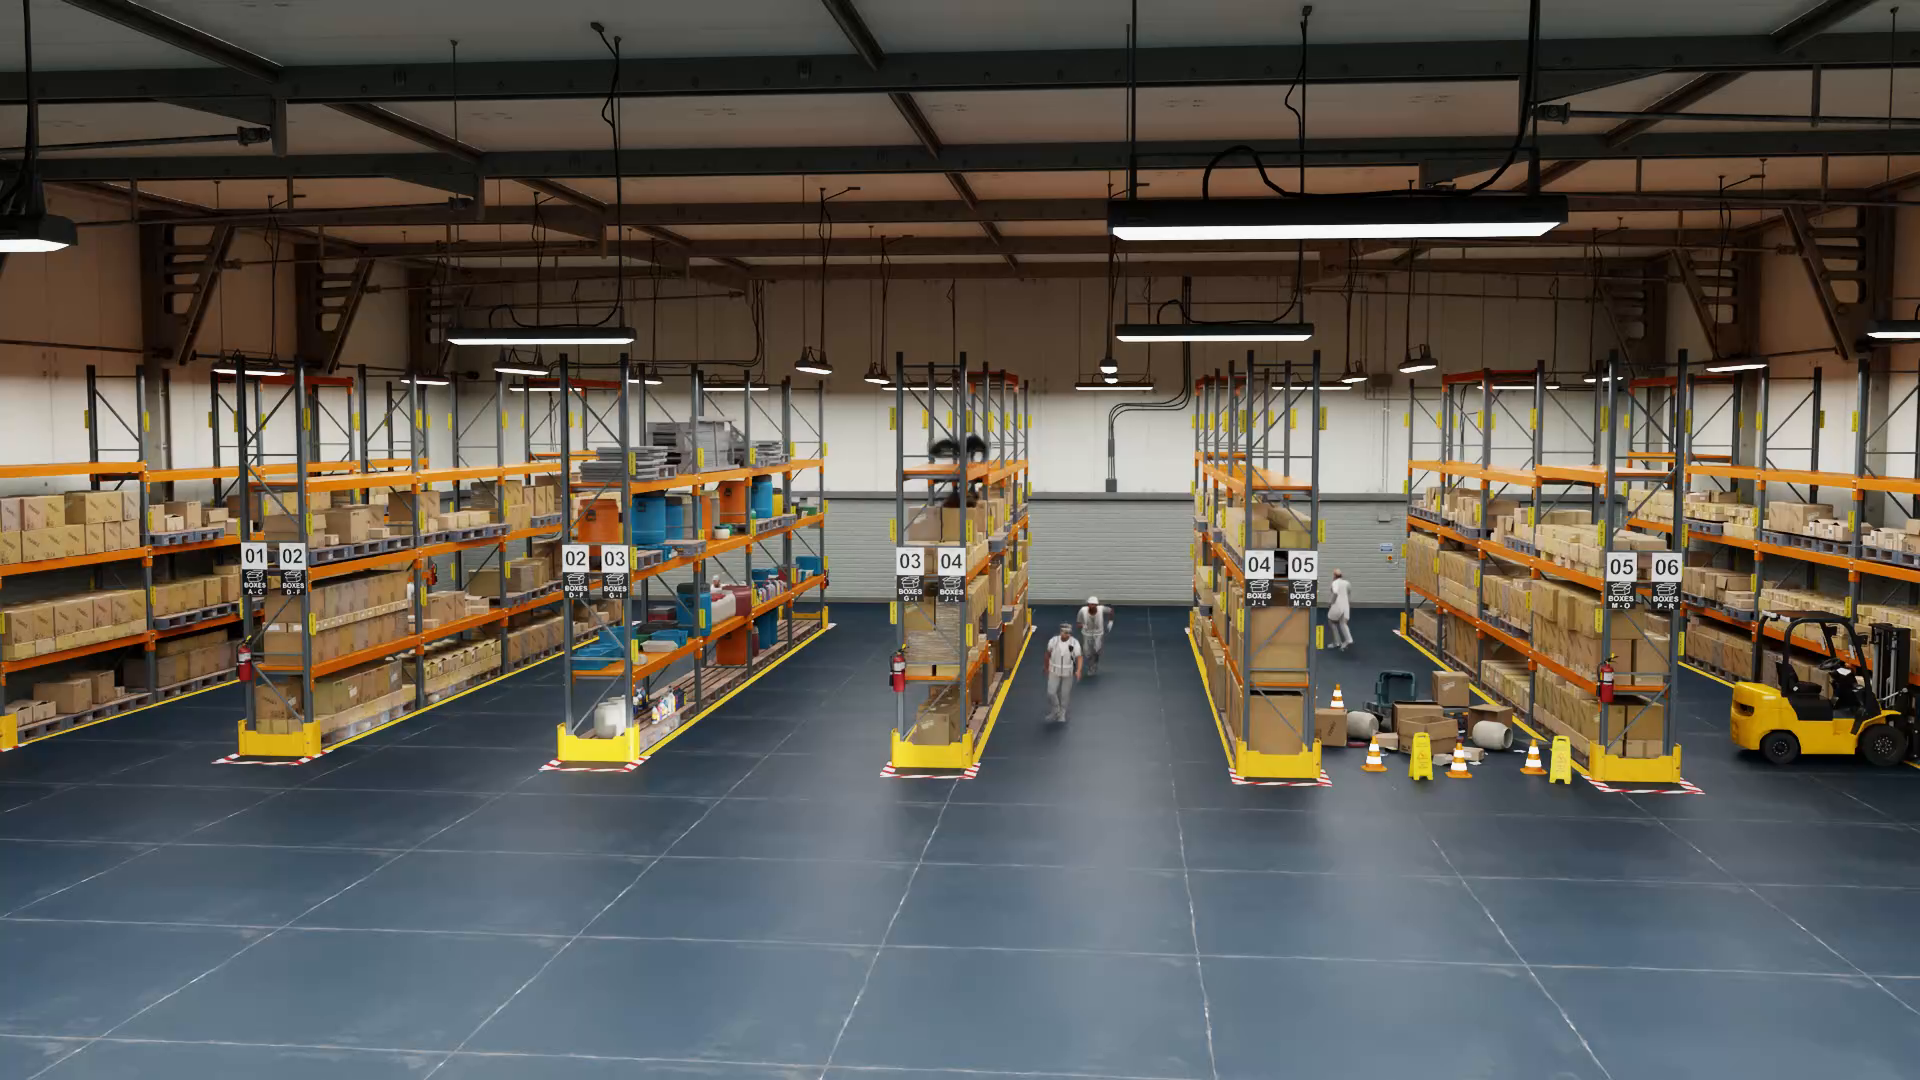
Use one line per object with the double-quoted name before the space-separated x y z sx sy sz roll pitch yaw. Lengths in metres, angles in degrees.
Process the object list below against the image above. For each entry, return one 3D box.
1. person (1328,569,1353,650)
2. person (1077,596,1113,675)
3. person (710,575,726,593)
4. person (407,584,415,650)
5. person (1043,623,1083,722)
"person" 8.404 1.530 36.457 0.671 1.748 0.923 -2 4 -21
"person" 2.640 1.878 32.487 0.715 1.618 0.902 0 4 4
"person" -5.443 1.557 37.587 0.608 1.561 0.820 0 4 1
"person" -12.161 1.571 36.397 0.728 1.704 0.963 -1 4 -14
"person" 1.701 2.195 27.481 0.660 1.691 0.743 0 4 2
